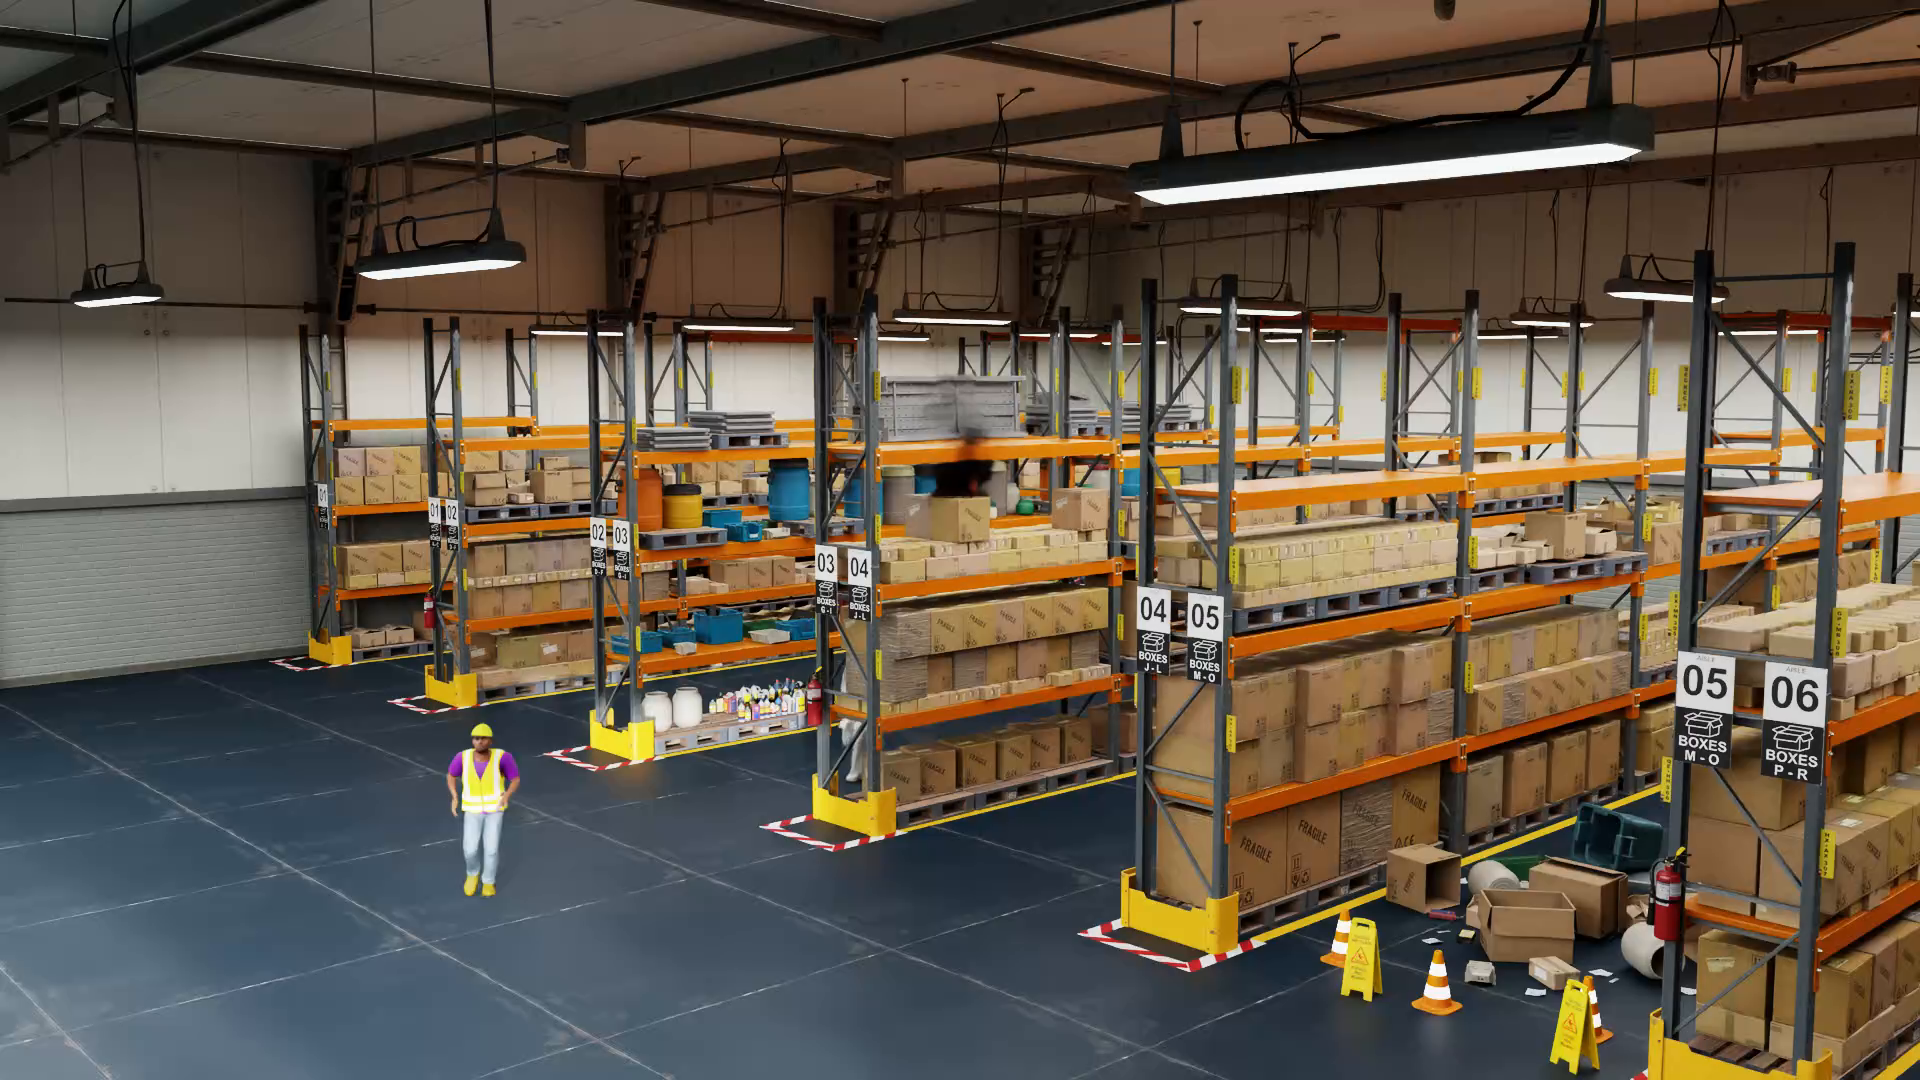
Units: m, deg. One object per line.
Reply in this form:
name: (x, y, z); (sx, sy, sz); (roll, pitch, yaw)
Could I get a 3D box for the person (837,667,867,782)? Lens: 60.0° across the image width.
person: (-1.260, 2.176, 21.083); (0.726, 1.734, 0.635); (3, 7, 28)

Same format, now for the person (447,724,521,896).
person: (-4.658, 2.653, 16.277); (0.704, 1.733, 0.612); (-1, 6, -13)
